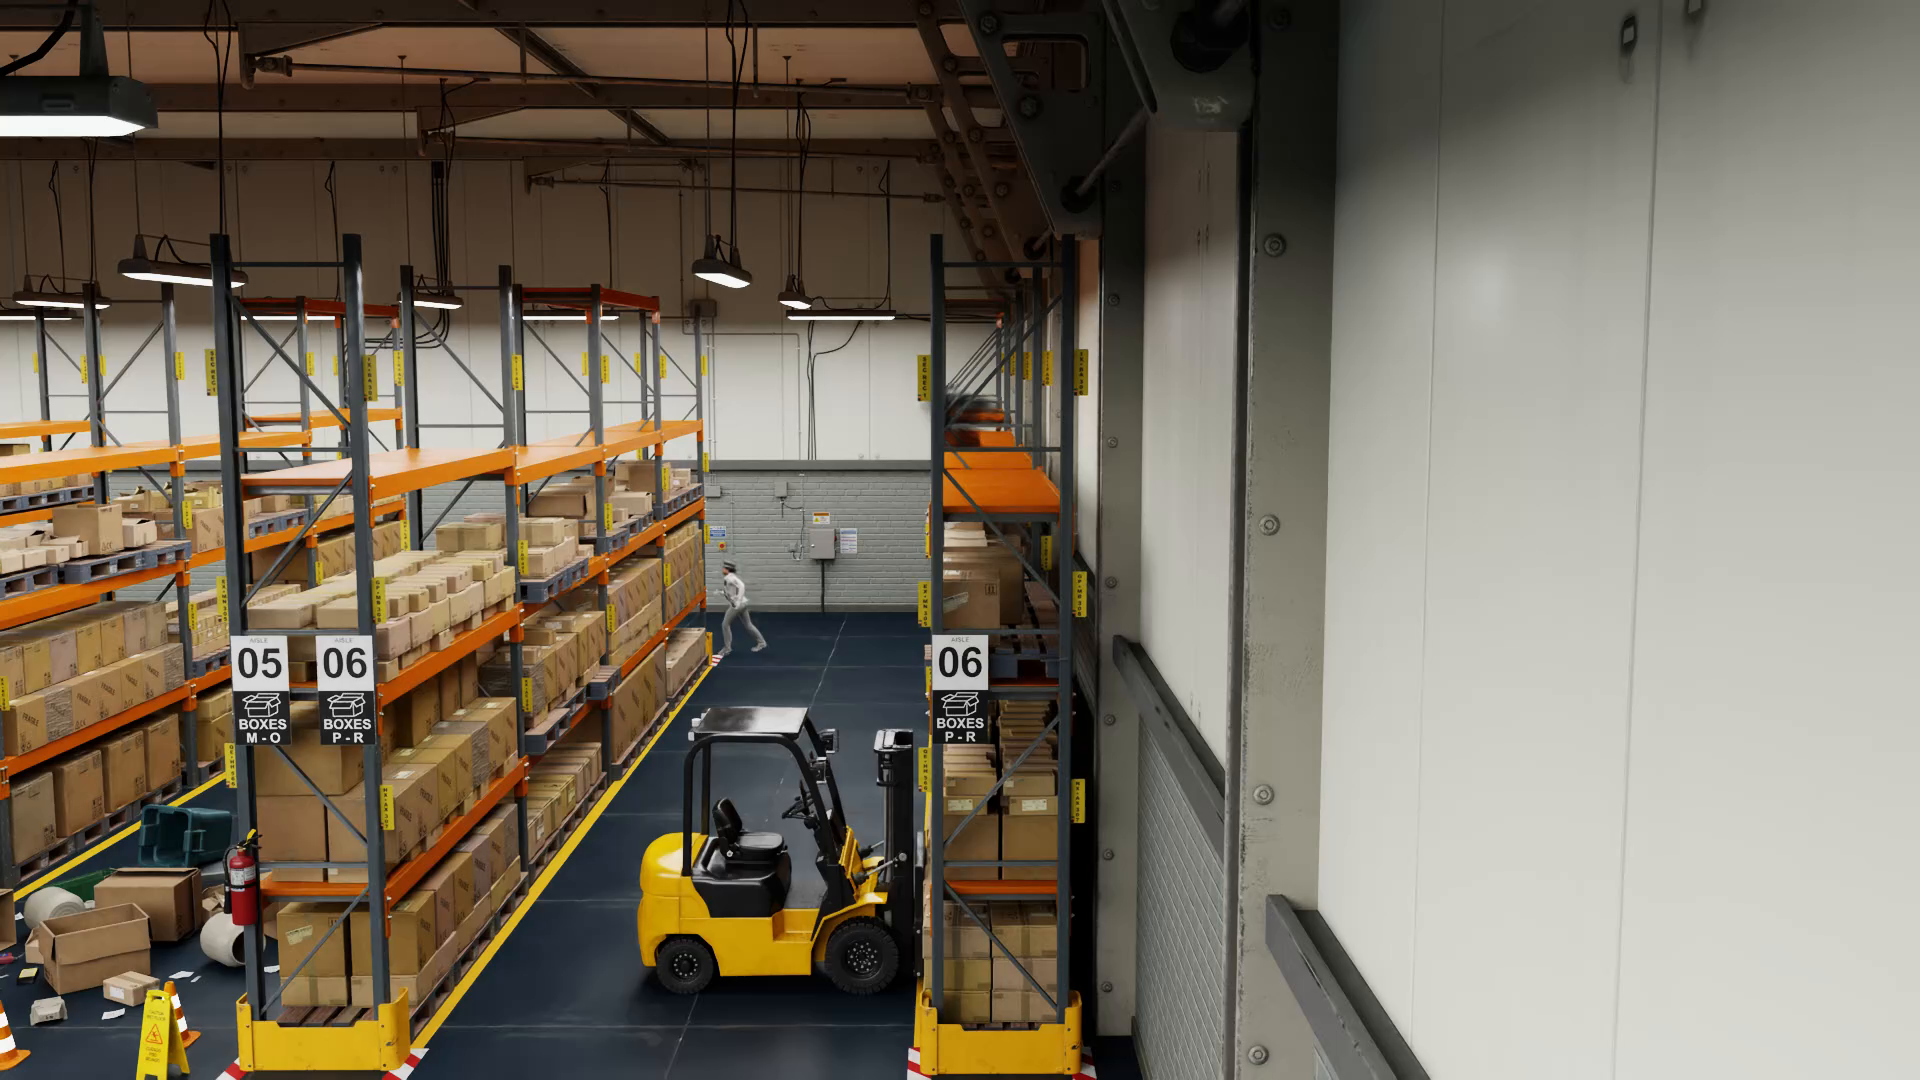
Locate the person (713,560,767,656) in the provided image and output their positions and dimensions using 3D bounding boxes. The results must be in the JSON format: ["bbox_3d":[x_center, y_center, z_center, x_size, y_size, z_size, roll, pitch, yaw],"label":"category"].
[{"bbox_3d":[-3.823,1.170,28.798,0.943,1.663,0.599,1,6,7],"label":"person"}]
